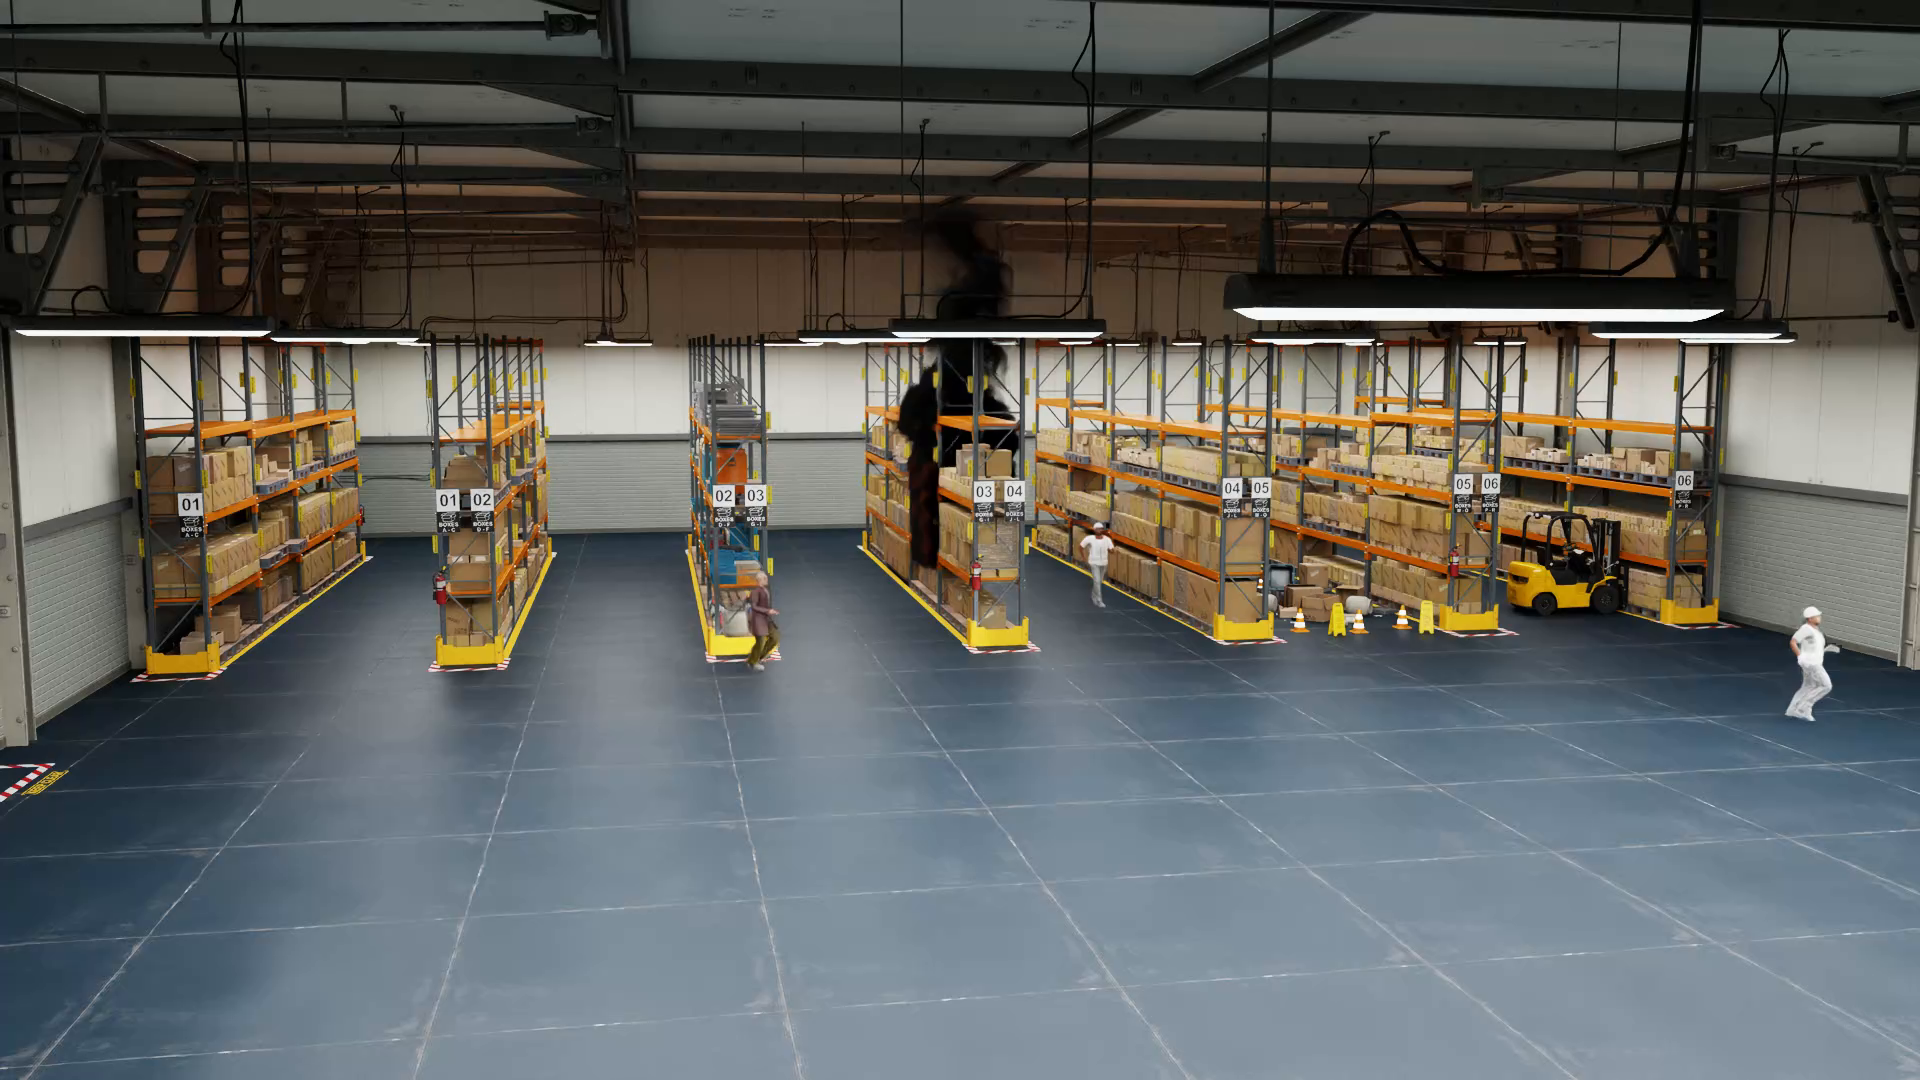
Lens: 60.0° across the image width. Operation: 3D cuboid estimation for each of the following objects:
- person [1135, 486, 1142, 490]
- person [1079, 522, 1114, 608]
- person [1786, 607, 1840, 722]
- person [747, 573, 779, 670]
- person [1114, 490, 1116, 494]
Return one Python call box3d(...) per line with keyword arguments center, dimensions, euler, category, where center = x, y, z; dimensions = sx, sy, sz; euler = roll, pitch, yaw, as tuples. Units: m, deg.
box3d(center=(5.407, -0.857, 50.615), dimensions=(0.583, 1.567, 0.541), euler=(-1, 7, -5), category="person")
box3d(center=(2.928, 0.531, 35.067), dimensions=(0.701, 1.807, 0.923), euler=(-2, 7, -19), category="person")
box3d(center=(13.129, 1.913, 25.573), dimensions=(0.683, 1.764, 0.662), euler=(4, 8, 31), category="person")
box3d(center=(-3.492, 1.456, 29.734), dimensions=(0.694, 1.756, 0.746), euler=(3, 7, 23), category="person")
box3d(center=(4.433, -0.648, 48.310), dimensions=(0.590, 1.658, 0.957), euler=(-2, 7, -21), category="person")
